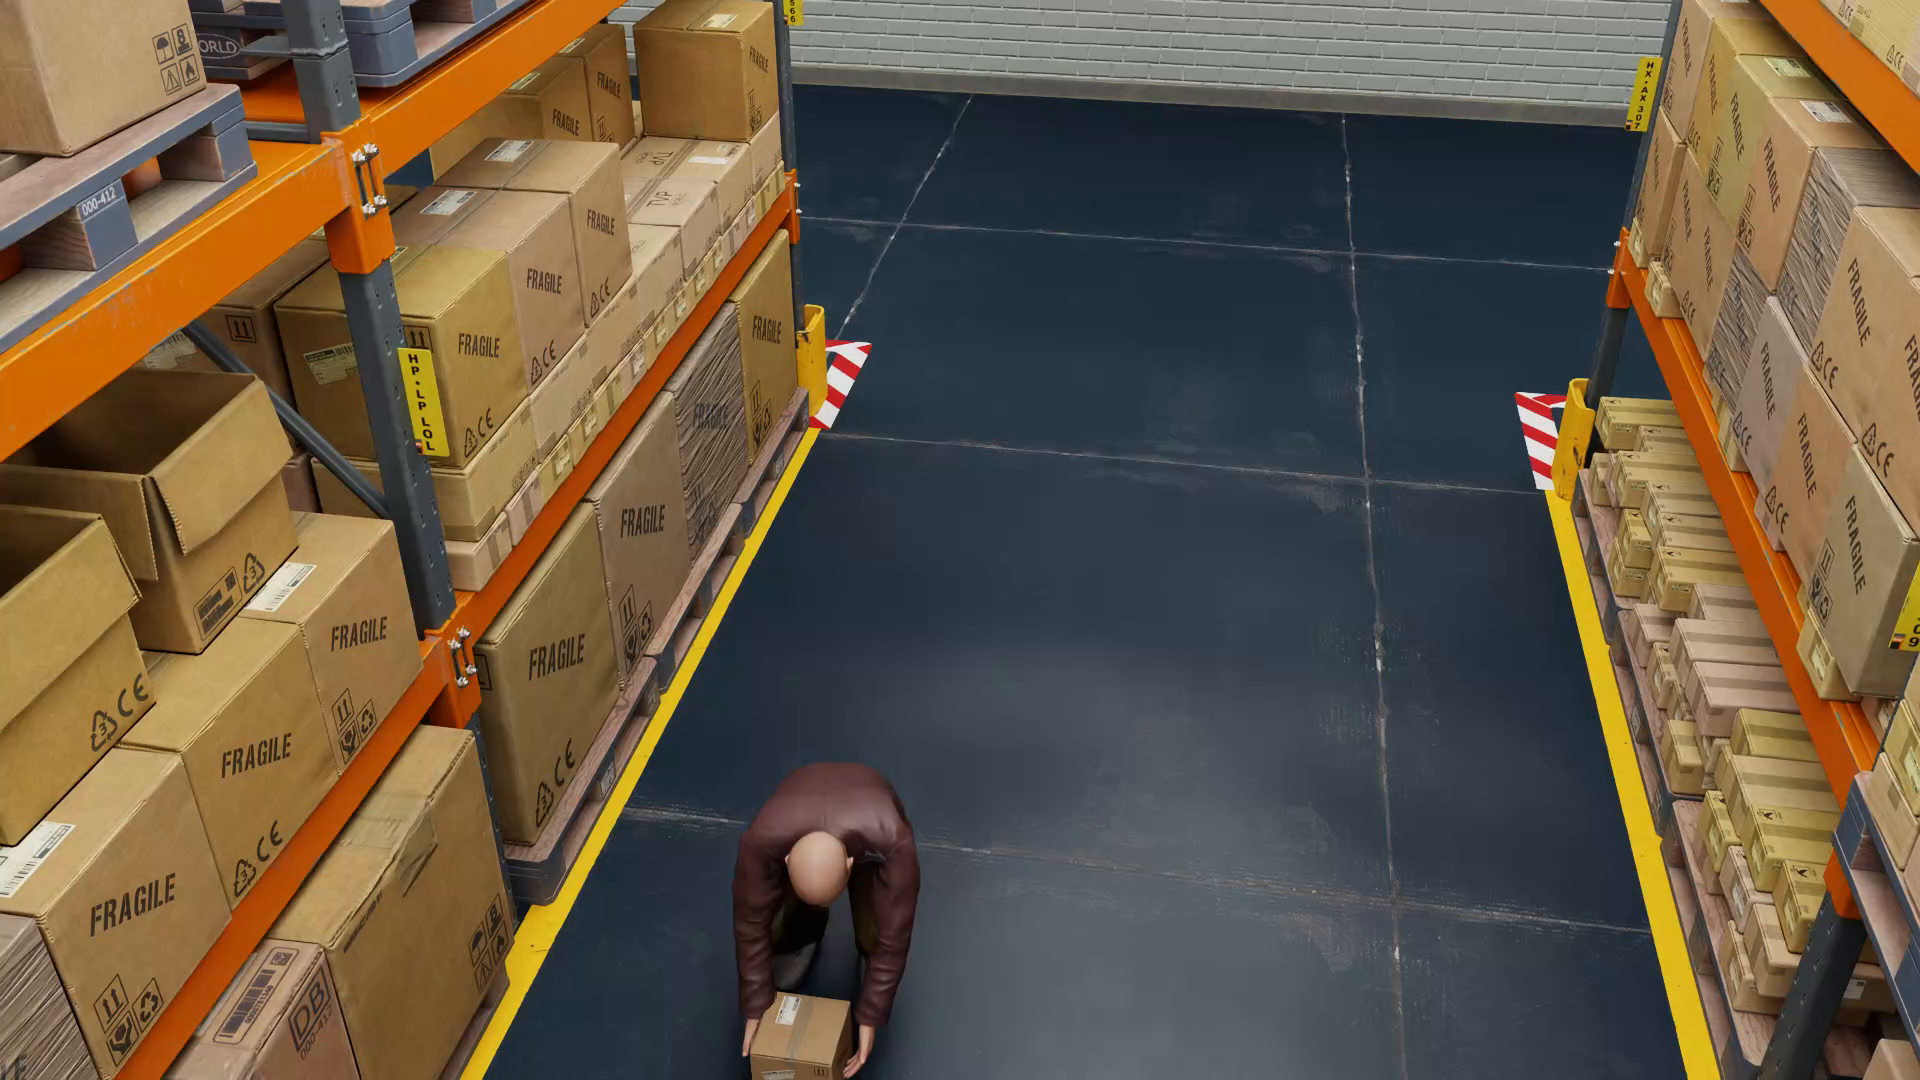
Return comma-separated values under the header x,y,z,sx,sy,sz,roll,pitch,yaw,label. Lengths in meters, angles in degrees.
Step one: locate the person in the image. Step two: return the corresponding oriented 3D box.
x,y,z,sx,sy,sz,roll,pitch,yaw,label
-0.403,1.082,5.204,0.610,0.947,0.907,5,32,8,person
